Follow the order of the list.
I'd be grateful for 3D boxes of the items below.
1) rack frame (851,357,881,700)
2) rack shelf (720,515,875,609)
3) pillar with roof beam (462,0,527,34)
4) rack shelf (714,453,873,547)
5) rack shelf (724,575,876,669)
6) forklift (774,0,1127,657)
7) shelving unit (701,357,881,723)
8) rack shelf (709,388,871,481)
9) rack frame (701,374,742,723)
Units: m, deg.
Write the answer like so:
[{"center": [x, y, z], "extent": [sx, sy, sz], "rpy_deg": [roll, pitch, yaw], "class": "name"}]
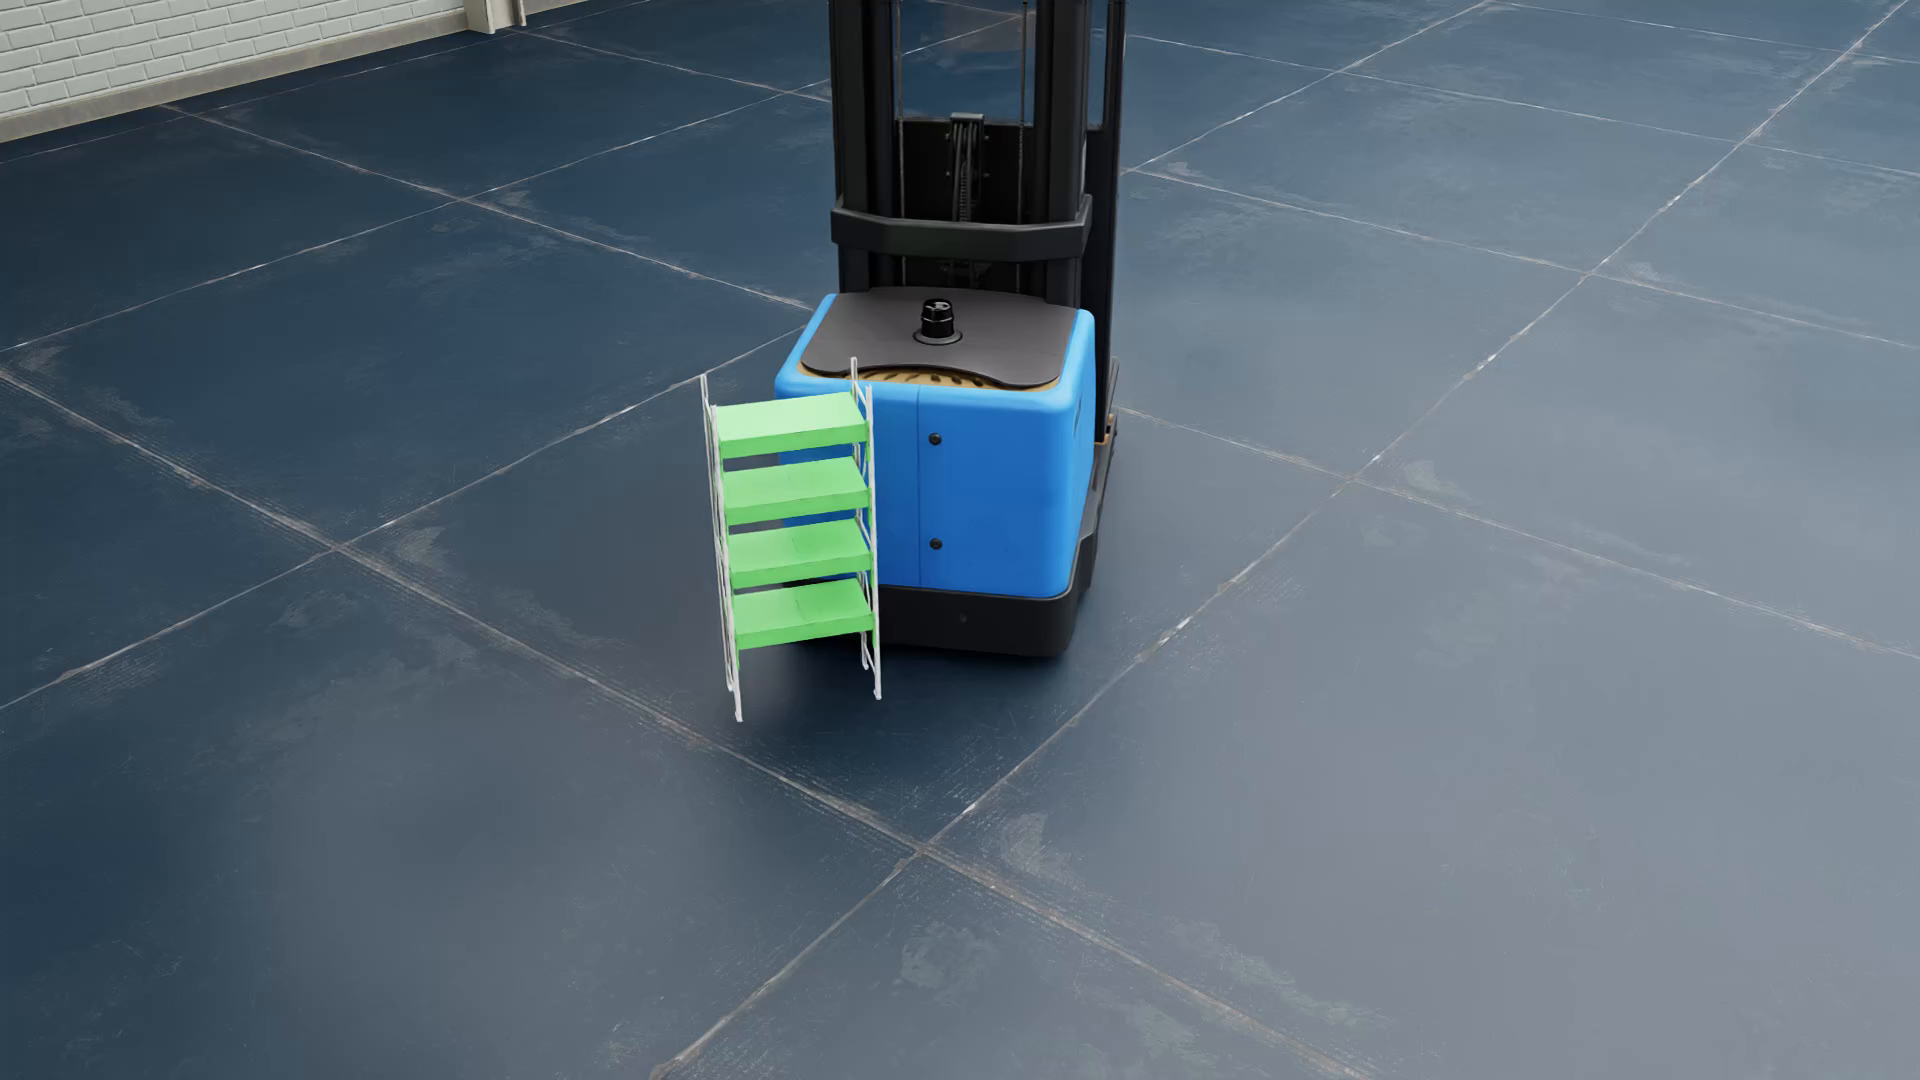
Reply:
[{"center": [-0.315, -0.017, 5.602], "extent": [0.015, 1.200, 0.240], "rpy_deg": [-8, 32, -13], "class": "rack frame"}, {"center": [-0.550, 0.071, 5.578], "extent": [0.480, 0.148, 0.258], "rpy_deg": [-8, 32, -13], "class": "rack shelf"}, {"center": [-0.492, -6.894, 9.556], "extent": [9.100, 9.000, 0.400], "rpy_deg": [21, 37, 31], "class": "pillar with roof beam"}, {"center": [-0.550, -0.135, 5.456], "extent": [0.480, 0.148, 0.258], "rpy_deg": [-8, 32, -13], "class": "rack shelf"}, {"center": [-0.550, 0.278, 5.701], "extent": [0.480, 0.148, 0.258], "rpy_deg": [-8, 32, -13], "class": "rack shelf"}, {"center": [0.102, -1.580, 6.541], "extent": [1.130, 2.935, 3.031], "rpy_deg": [5, 31, 8], "class": "forklift"}, {"center": [-0.550, 0.016, 5.546], "extent": [0.503, 1.200, 0.258], "rpy_deg": [-8, 32, -13], "class": "shelving unit"}, {"center": [-0.550, -0.342, 5.334], "extent": [0.480, 0.148, 0.258], "rpy_deg": [-8, 32, -13], "class": "rack shelf"}, {"center": [-0.785, 0.050, 5.489], "extent": [0.015, 1.200, 0.240], "rpy_deg": [-8, 32, -13], "class": "rack frame"}]
